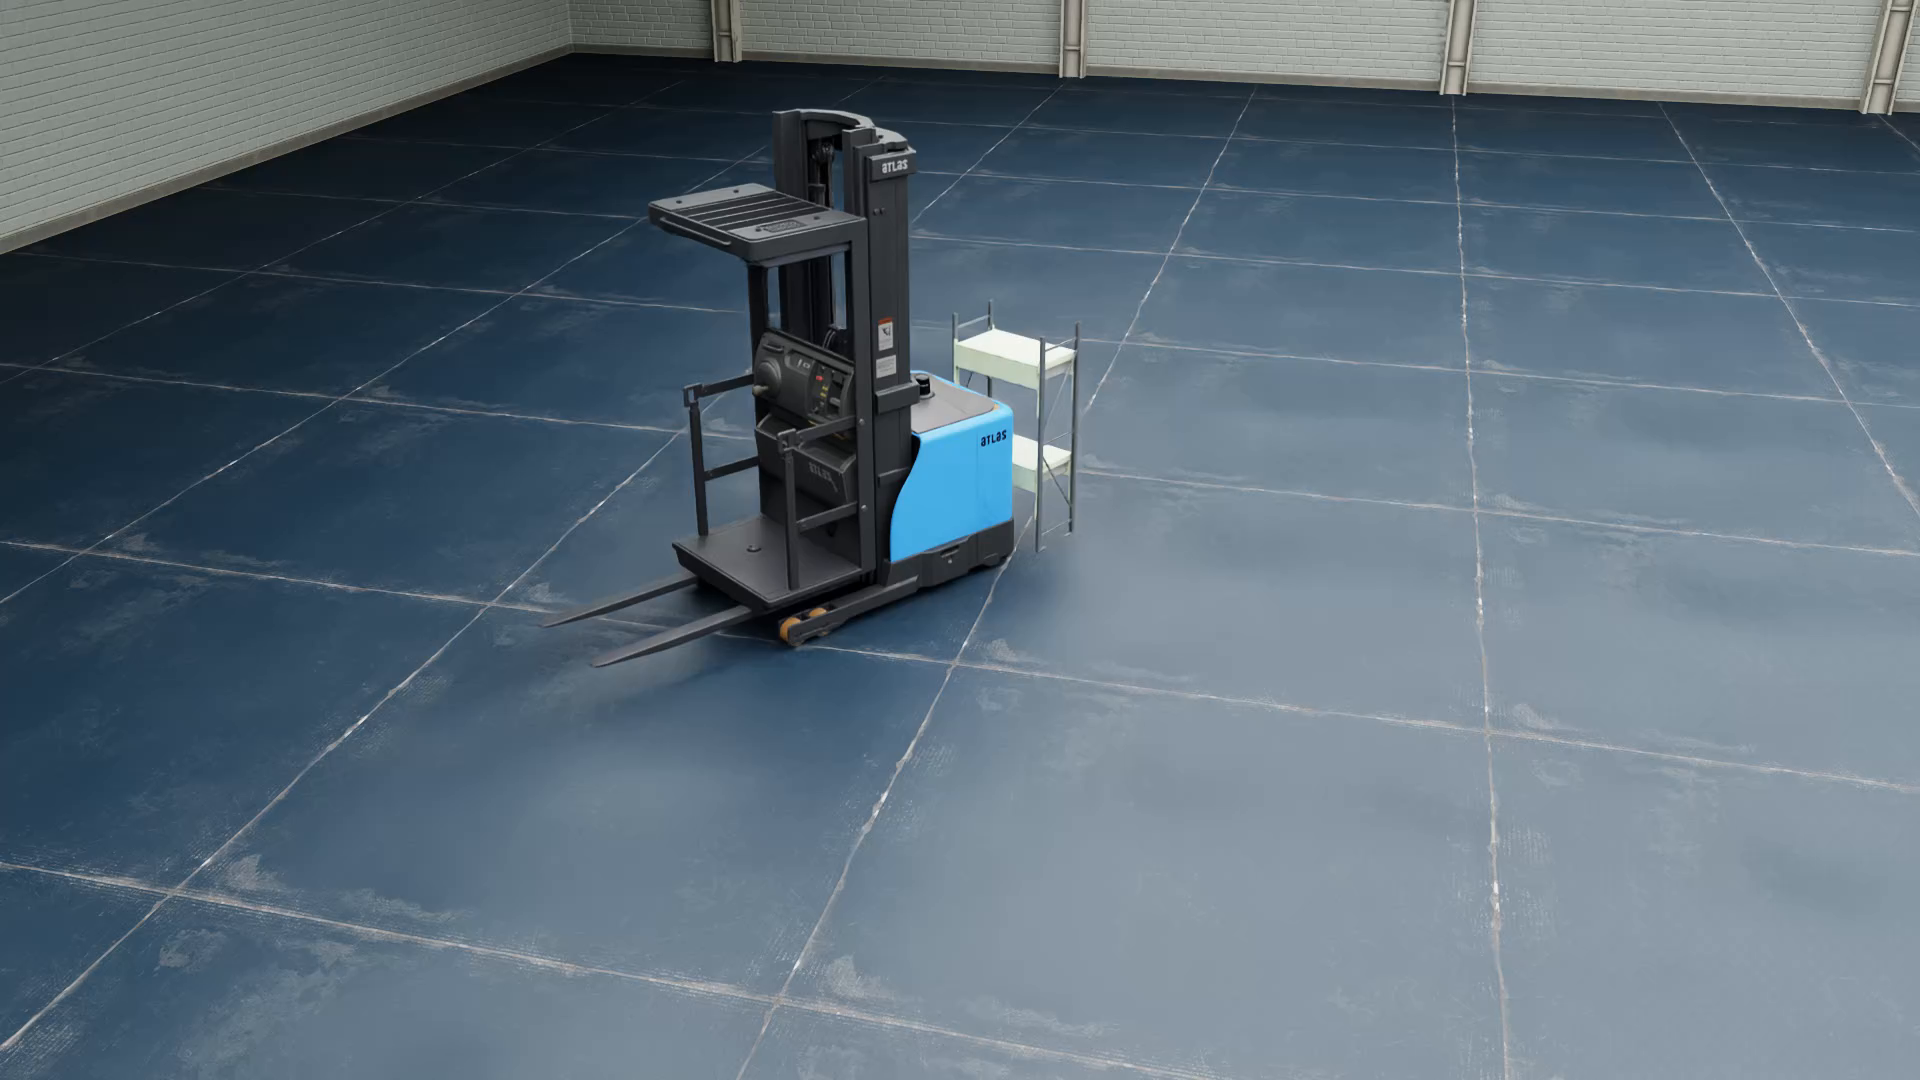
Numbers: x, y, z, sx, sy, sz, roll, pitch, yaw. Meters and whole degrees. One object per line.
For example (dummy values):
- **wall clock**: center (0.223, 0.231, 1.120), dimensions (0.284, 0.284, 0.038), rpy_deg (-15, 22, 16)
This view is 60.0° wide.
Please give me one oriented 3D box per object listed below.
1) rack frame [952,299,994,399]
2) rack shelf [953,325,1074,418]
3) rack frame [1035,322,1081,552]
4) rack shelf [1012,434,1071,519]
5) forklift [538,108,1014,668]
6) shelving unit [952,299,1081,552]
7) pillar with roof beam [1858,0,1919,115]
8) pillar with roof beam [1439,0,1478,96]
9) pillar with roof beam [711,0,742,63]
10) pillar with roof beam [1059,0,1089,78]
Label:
- **rack frame**: center (0.087, -0.868, 11.329), dimensions (0.023, 1.500, 0.400), rpy_deg (20, 32, 36)
- **rack shelf**: center (0.364, -1.118, 10.945), dimensions (0.720, 0.370, 0.431), rpy_deg (20, 32, 36)
- **rack frame**: center (0.642, -0.663, 10.897), dimensions (0.023, 1.500, 0.400), rpy_deg (20, 32, 36)
- **rack shelf**: center (0.364, -0.471, 11.253), dimensions (0.720, 0.370, 0.431), rpy_deg (20, 32, 36)
- **forklift**: center (-1.097, -0.946, 9.826), dimensions (3.031, 2.935, 1.130), rpy_deg (-20, 32, -36)
- **shelving unit**: center (0.364, -0.765, 11.113), dimensions (0.755, 1.500, 0.431), rpy_deg (20, 32, 36)
- **pillar with roof beam**: center (12.390, -8.568, 18.778), dimensions (0.400, 9.000, 9.100), rpy_deg (6, 26, 13)
- **pillar with roof beam**: center (6.579, -9.210, 20.128), dimensions (0.400, 9.000, 9.100), rpy_deg (6, 26, 13)
- **pillar with roof beam**: center (-5.043, -10.495, 22.826), dimensions (0.400, 9.000, 9.100), rpy_deg (6, 26, 13)
- **pillar with roof beam**: center (0.768, -9.853, 21.477), dimensions (0.400, 9.000, 9.100), rpy_deg (6, 26, 13)
